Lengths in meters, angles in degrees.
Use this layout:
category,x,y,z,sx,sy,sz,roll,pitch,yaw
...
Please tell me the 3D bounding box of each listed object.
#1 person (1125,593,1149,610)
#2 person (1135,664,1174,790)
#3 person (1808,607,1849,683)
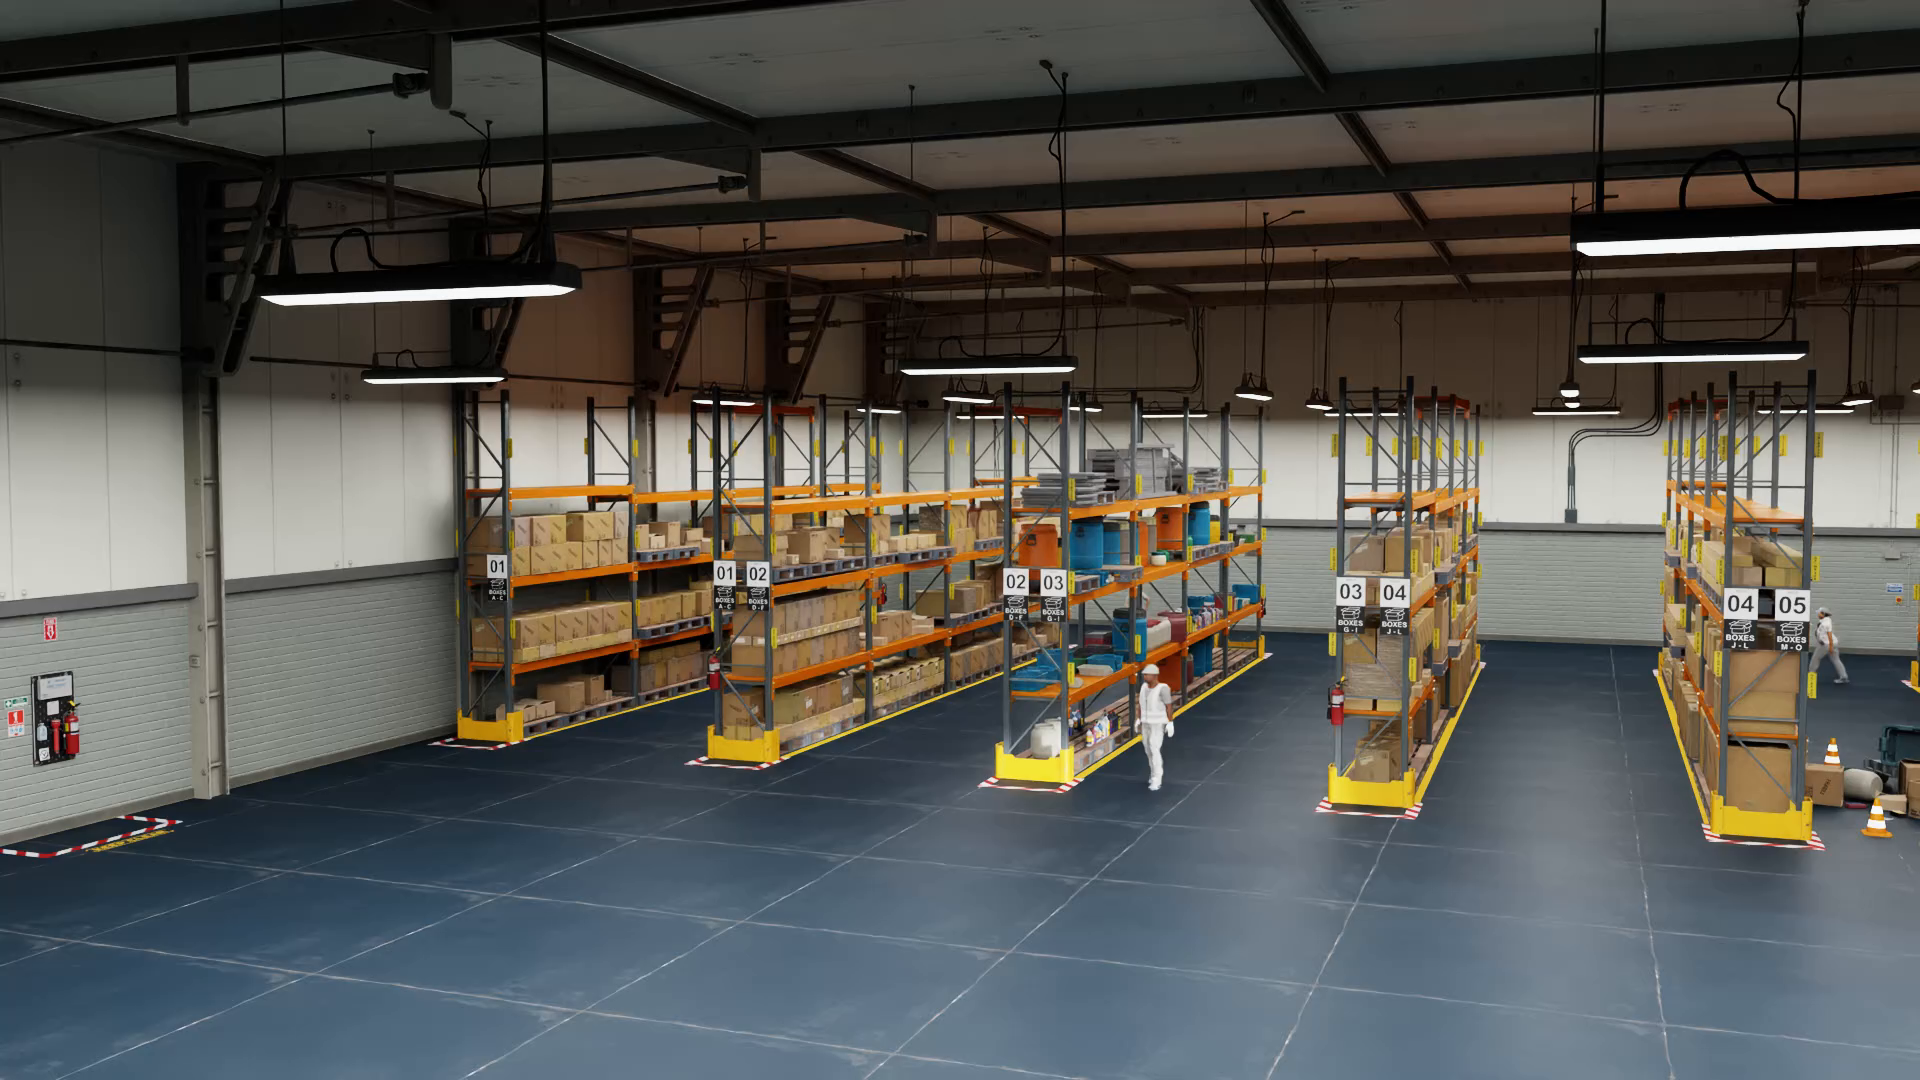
category,x,y,z,sx,sy,sz,roll,pitch,yaw
person,4.558,1.869,42.607,0.594,1.581,0.698,2,4,30
person,2.822,2.762,24.709,0.557,1.815,0.638,-2,4,-37
person,18.450,2.224,35.494,0.500,1.590,1.002,-3,4,-42
